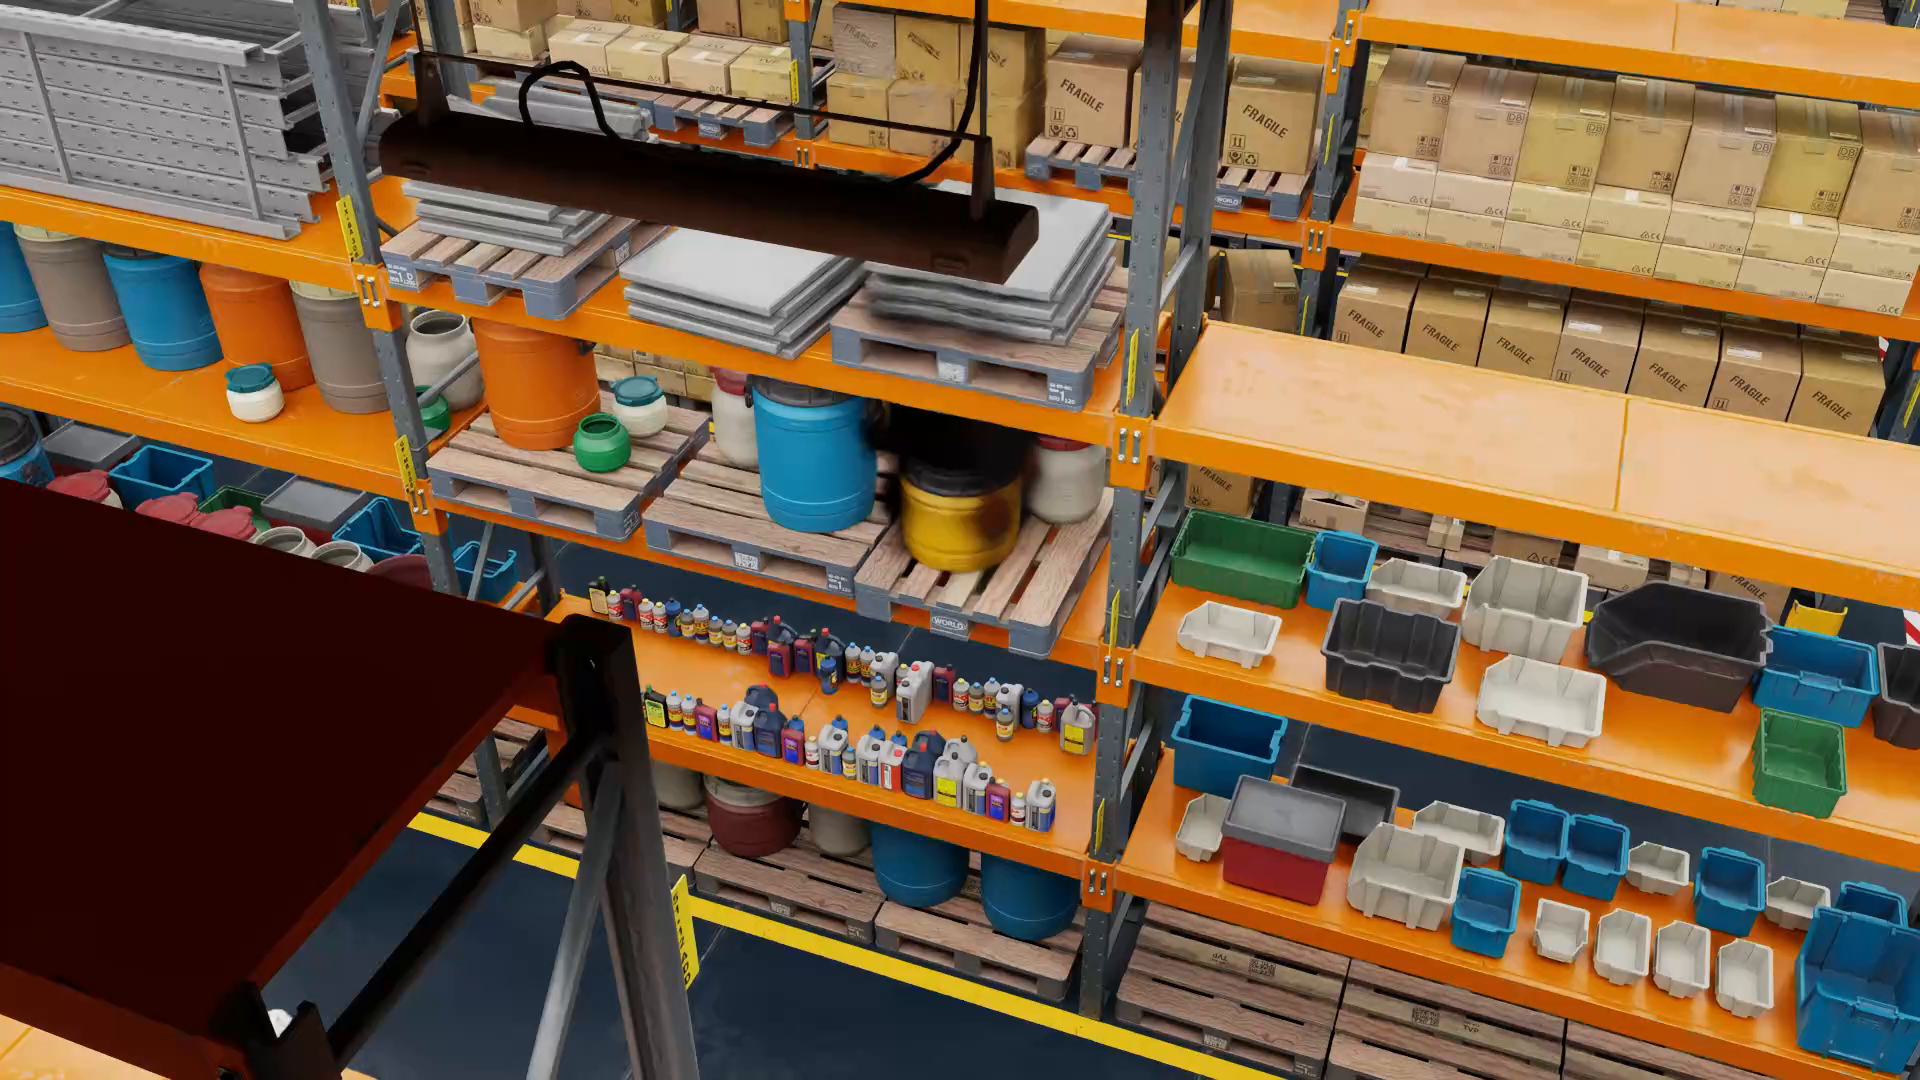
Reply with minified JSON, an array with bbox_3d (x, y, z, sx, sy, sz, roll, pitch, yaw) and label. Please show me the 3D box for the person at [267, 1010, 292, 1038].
[{"bbox_3d":[-3.368,2.835,8.068,0.791,1.825,0.676,15,39,20],"label":"person"}]
